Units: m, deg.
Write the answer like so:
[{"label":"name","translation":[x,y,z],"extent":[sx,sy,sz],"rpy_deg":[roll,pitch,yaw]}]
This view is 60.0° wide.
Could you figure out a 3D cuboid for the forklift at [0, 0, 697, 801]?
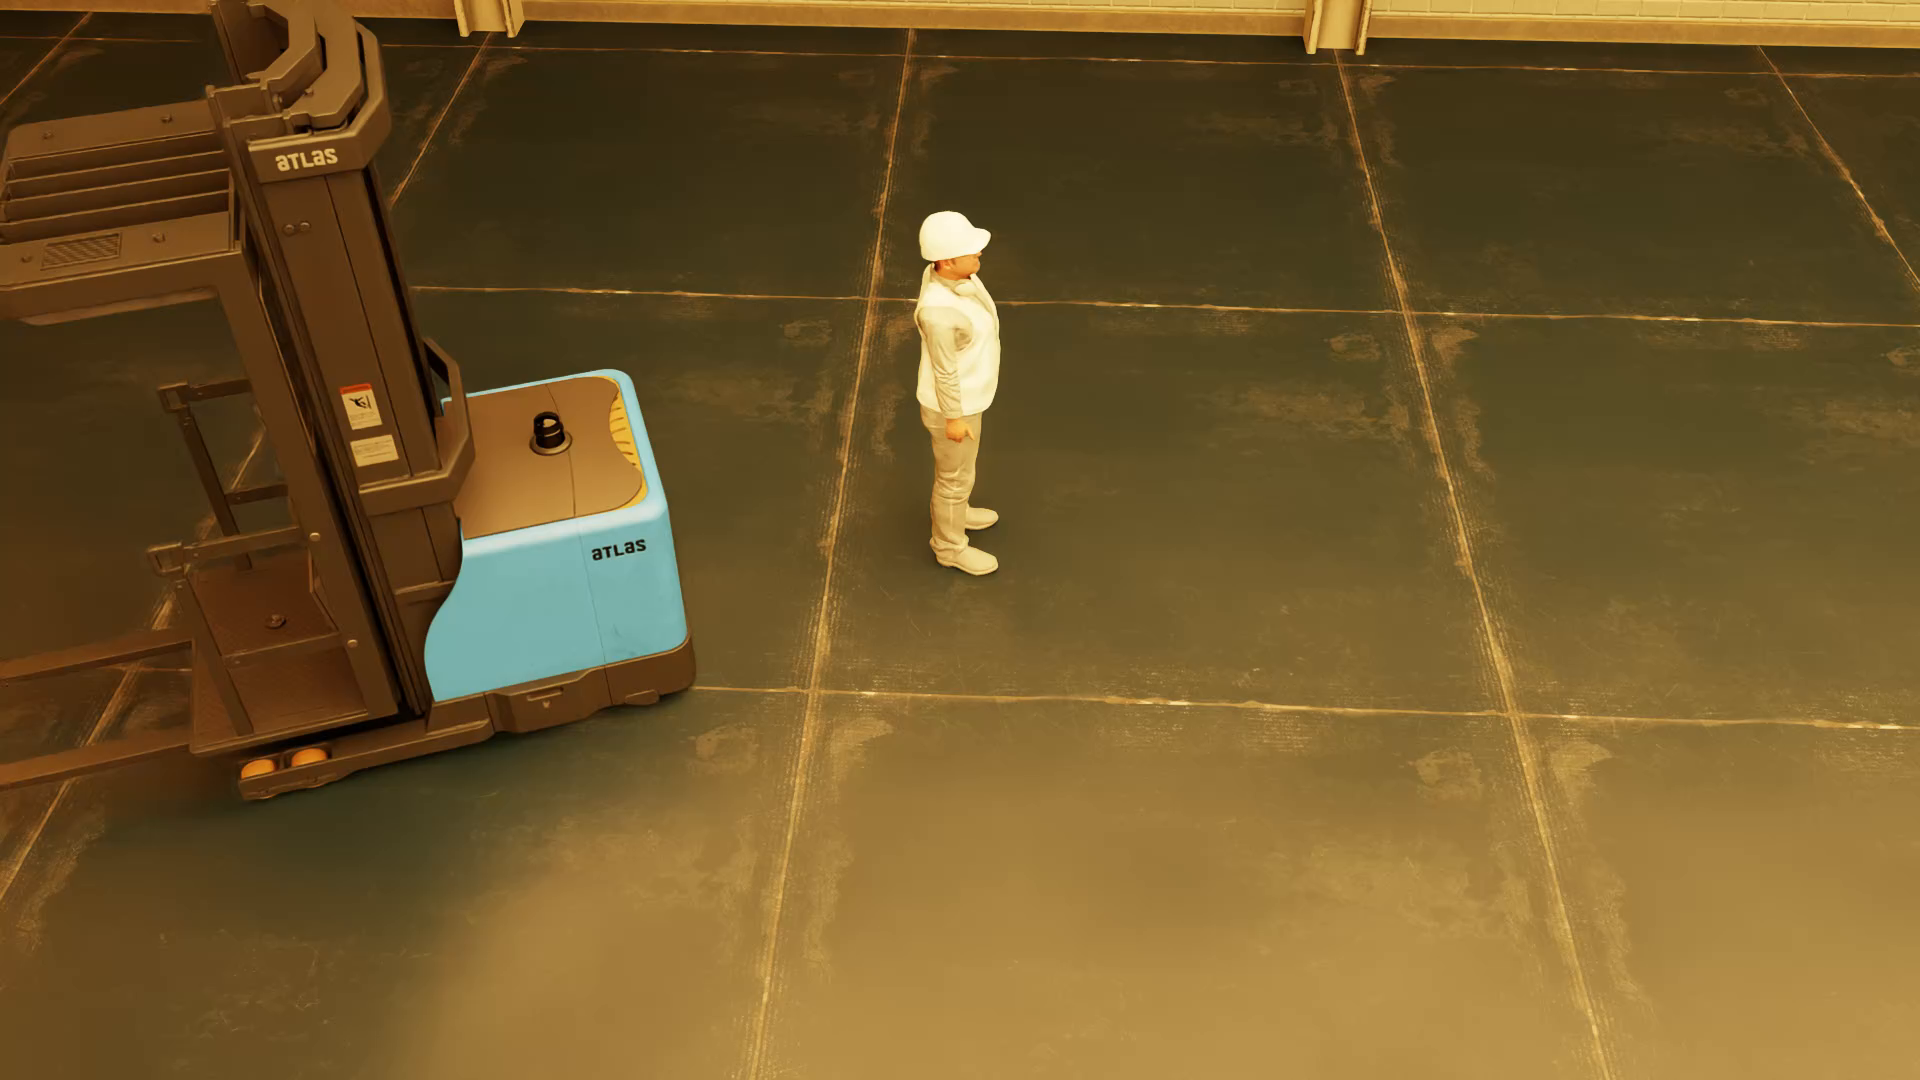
[{"label":"forklift","translation":[-2.713,-0.431,6.214],"extent":[3.031,2.935,1.130],"rpy_deg":[-12,44,-13]}]

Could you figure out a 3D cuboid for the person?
[{"label":"person","translation":[0.000,-0.660,7.326],"extent":[0.372,1.775,0.525],"rpy_deg":[2,42,2]}]
